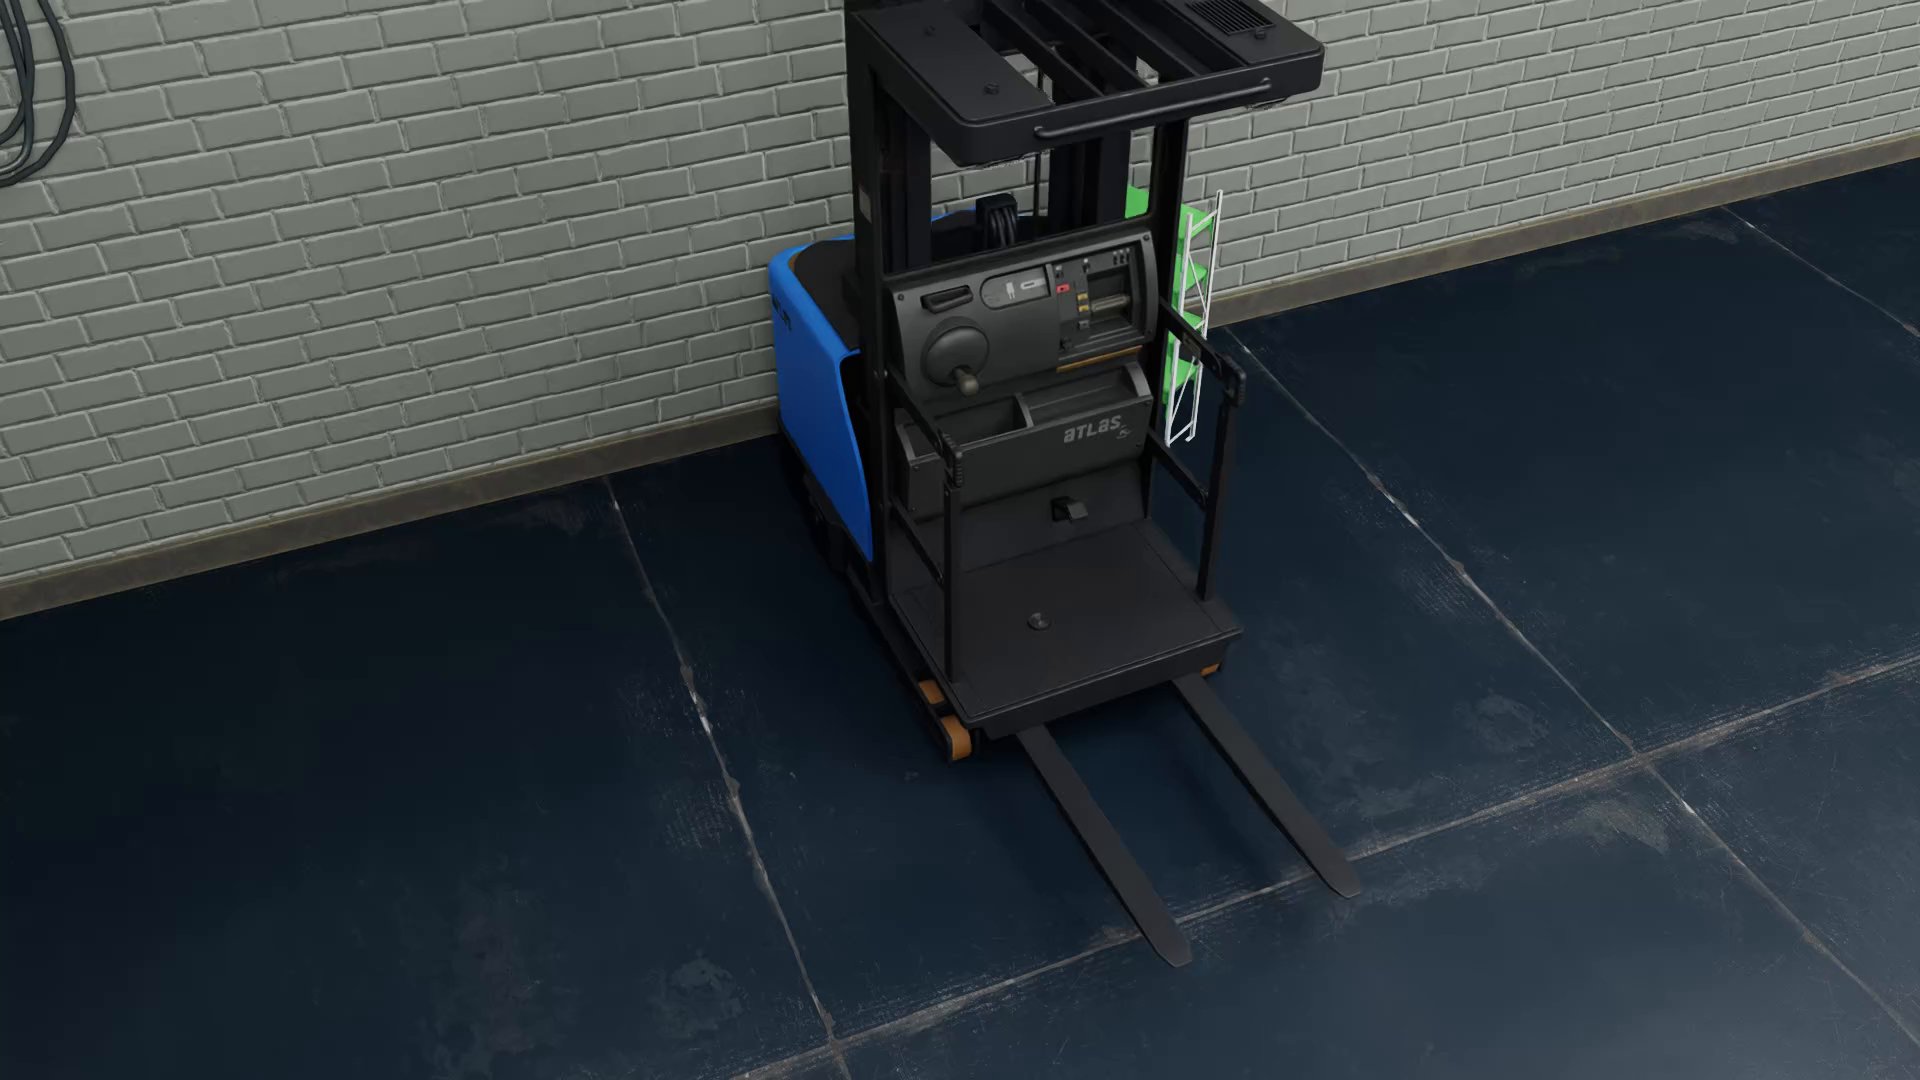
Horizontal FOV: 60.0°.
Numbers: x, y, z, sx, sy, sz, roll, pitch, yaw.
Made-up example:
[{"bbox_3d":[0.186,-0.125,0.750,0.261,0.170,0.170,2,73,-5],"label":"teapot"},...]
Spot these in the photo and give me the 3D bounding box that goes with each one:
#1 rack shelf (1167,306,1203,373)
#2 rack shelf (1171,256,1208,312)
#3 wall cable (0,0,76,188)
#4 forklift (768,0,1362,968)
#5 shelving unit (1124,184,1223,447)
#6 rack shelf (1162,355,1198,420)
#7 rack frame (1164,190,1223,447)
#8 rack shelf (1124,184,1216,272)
[{"bbox_3d":[0.756,-0.901,6.976,0.480,0.148,0.258,27,48,28],"label":"rack shelf"},{"bbox_3d":[0.756,-1.083,6.819,0.480,0.148,0.258,27,48,28],"label":"rack shelf"},{"bbox_3d":[-4.245,-1.763,4.280,3.097,2.526,0.112,-15,43,-17],"label":"wall cable"},{"bbox_3d":[0.315,-0.661,5.271,1.130,2.935,3.031,-17,43,-18],"label":"forklift"},{"bbox_3d":[0.756,-0.950,6.934,0.503,1.200,0.258,27,48,28],"label":"shelving unit"},{"bbox_3d":[0.756,-0.719,7.132,0.480,0.148,0.258,27,48,28],"label":"rack shelf"},{"bbox_3d":[0.948,-0.851,6.820,0.015,1.200,0.240,27,48,28],"label":"rack frame"},{"bbox_3d":[0.756,-1.265,6.663,0.480,0.148,0.258,27,48,28],"label":"rack shelf"}]
